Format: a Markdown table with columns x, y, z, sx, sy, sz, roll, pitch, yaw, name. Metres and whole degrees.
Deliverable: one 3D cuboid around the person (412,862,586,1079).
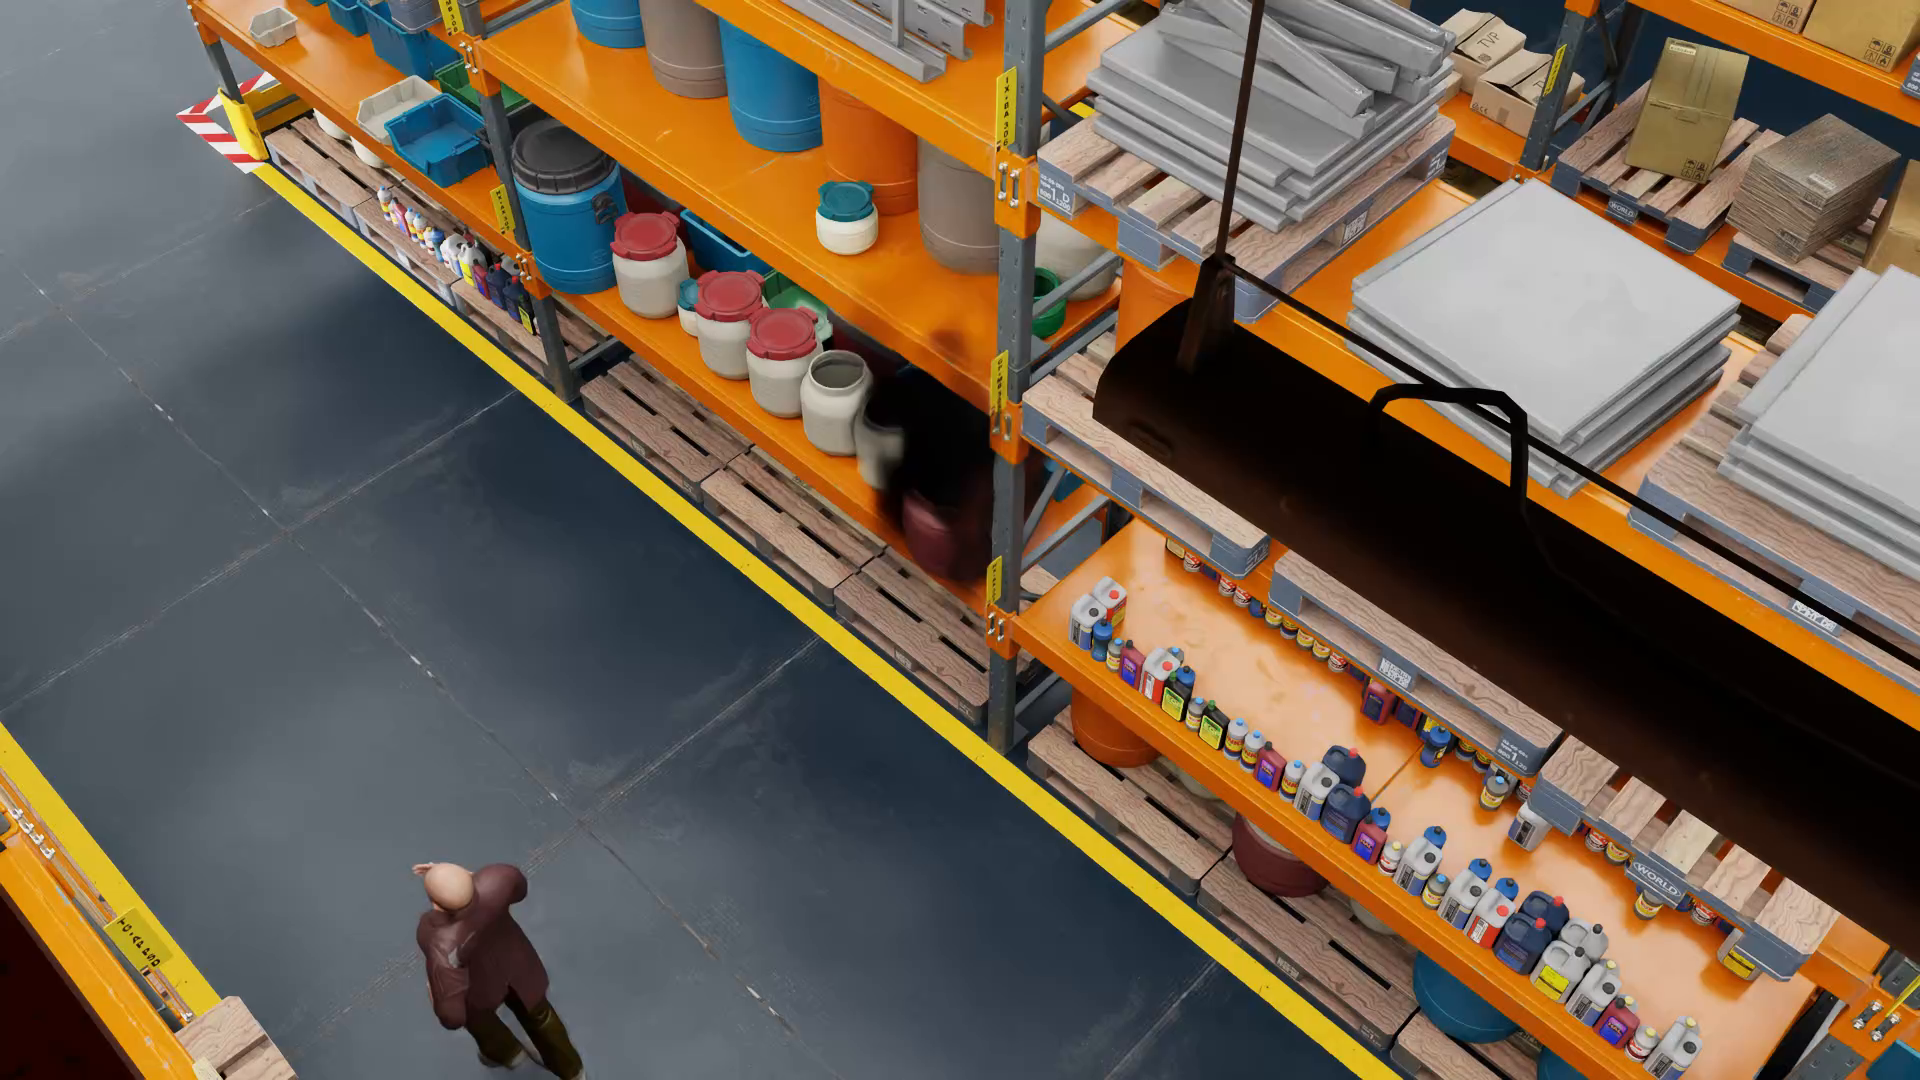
| x | y | z | sx | sy | sz | roll | pitch | yaw | name |
| --- | --- | --- | --- | --- | --- | --- | --- | --- | --- |
| -2.091 | 1.900 | 7.294 | 0.758 | 1.884 | 0.685 | 30 | 56 | 22 | person |
